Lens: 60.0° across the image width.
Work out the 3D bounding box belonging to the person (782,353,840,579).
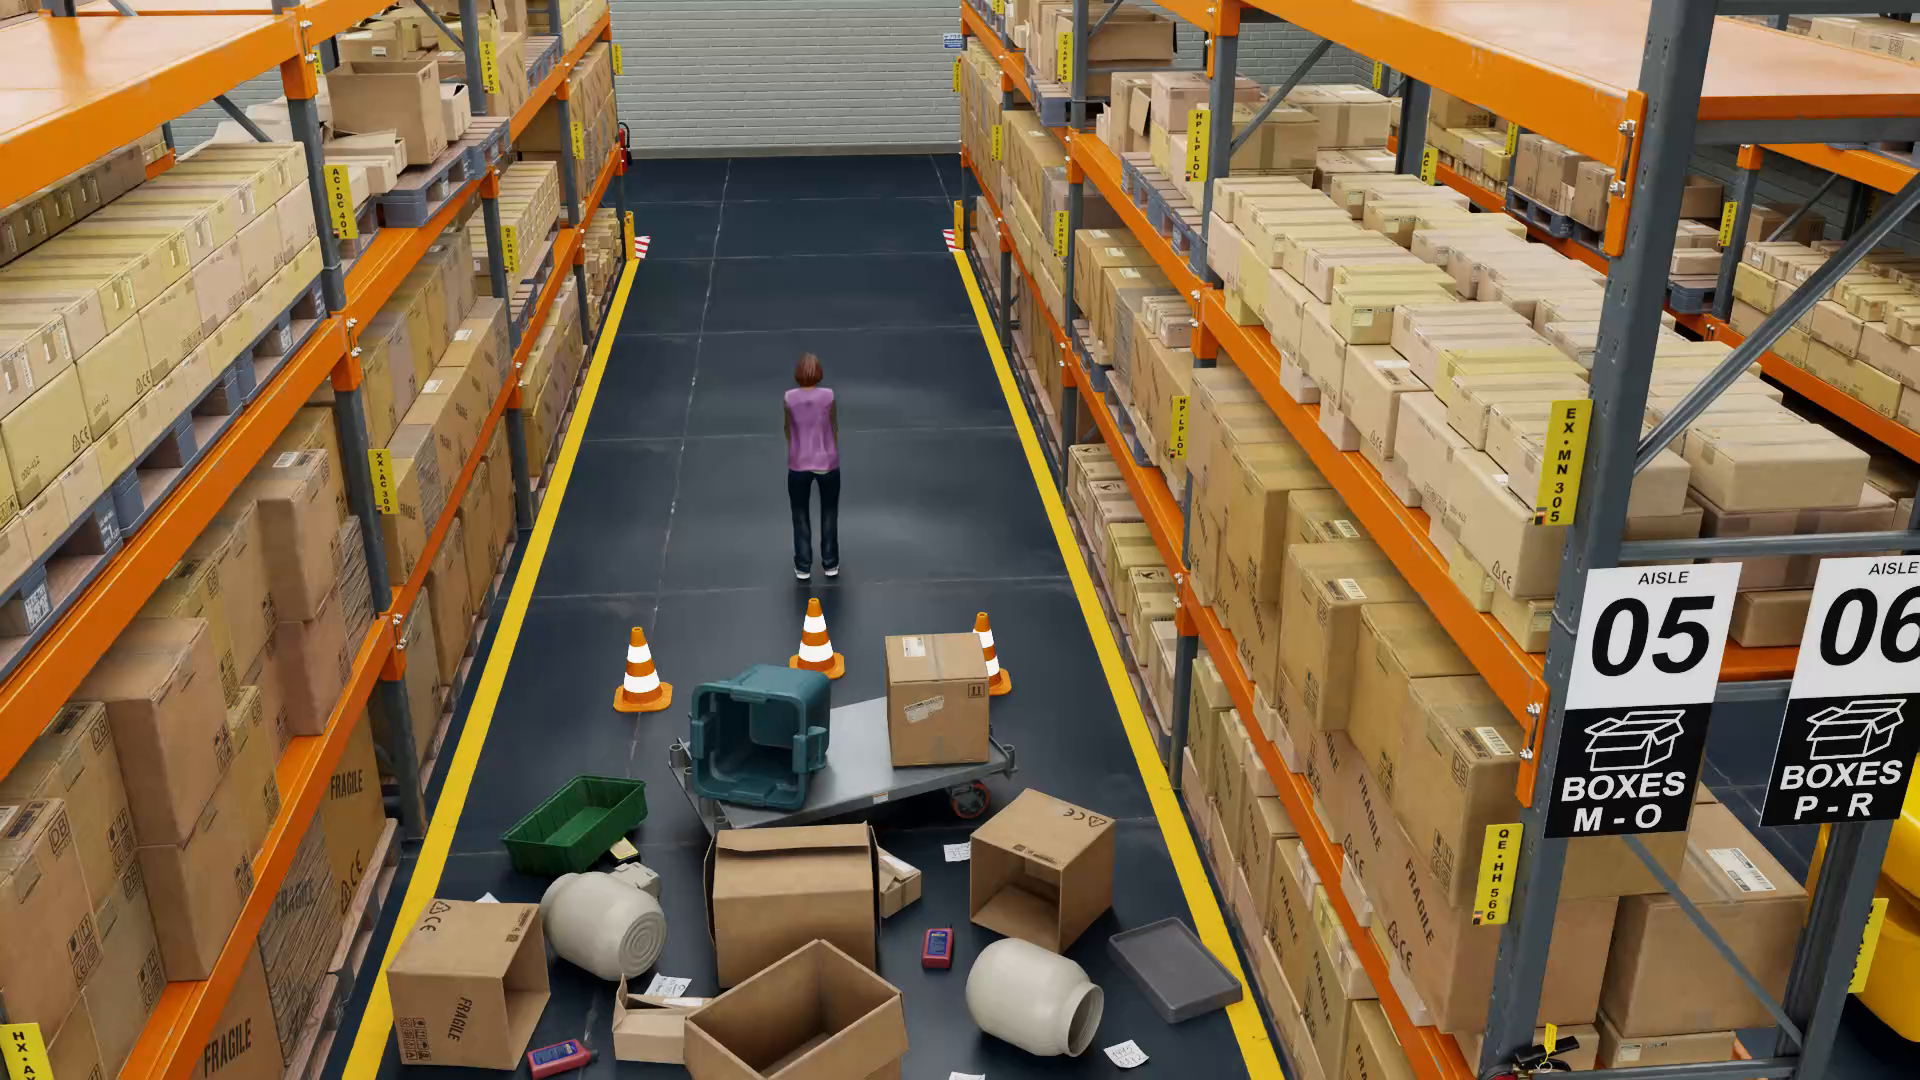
[{"bbox_3d":[-1.001,-0.522,11.289,0.375,1.599,0.504,-3,24,-6],"label":"person"}]
